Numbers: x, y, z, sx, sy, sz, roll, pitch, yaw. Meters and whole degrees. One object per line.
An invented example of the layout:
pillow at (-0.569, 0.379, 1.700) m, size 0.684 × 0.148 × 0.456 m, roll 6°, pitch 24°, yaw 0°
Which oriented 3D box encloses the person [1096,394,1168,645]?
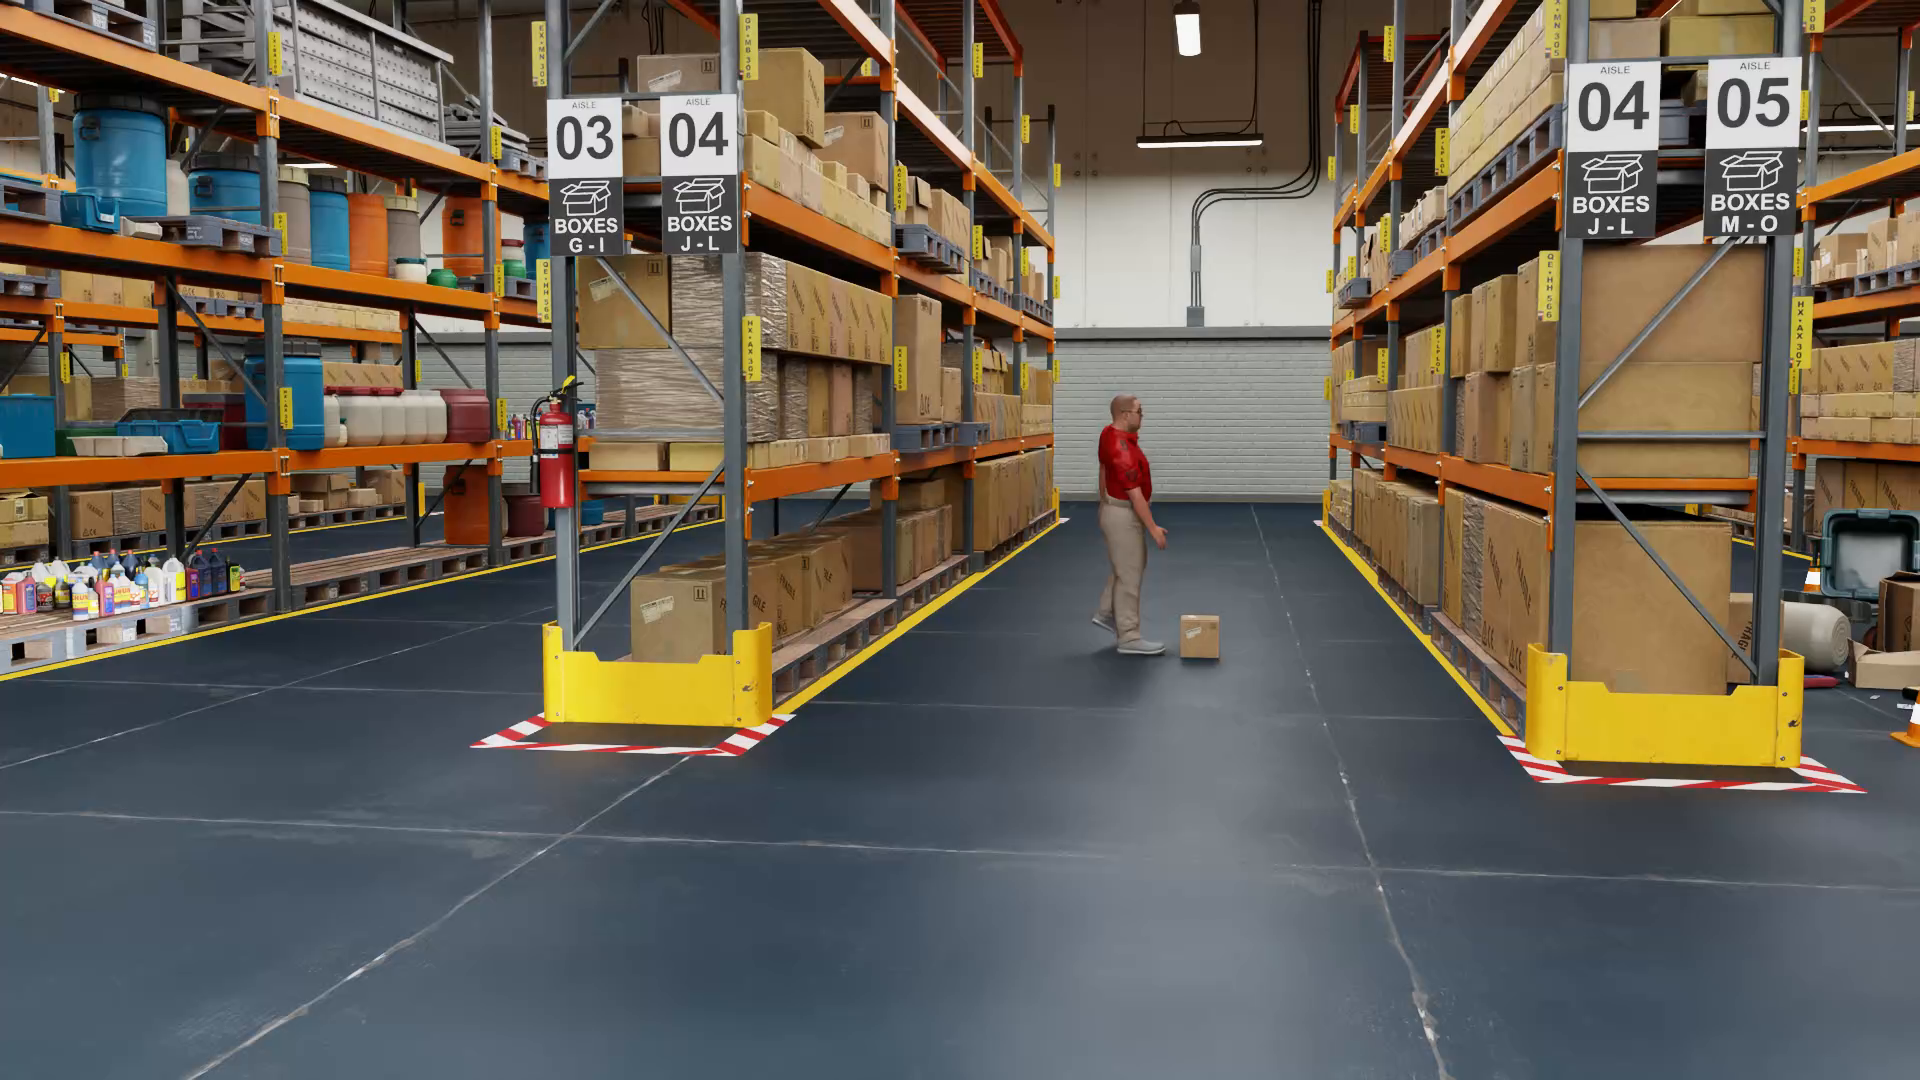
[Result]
person at (1.145, -0.137, 11.045) m, size 0.458 × 1.656 × 0.736 m, roll 0°, pitch 4°, yaw 3°
